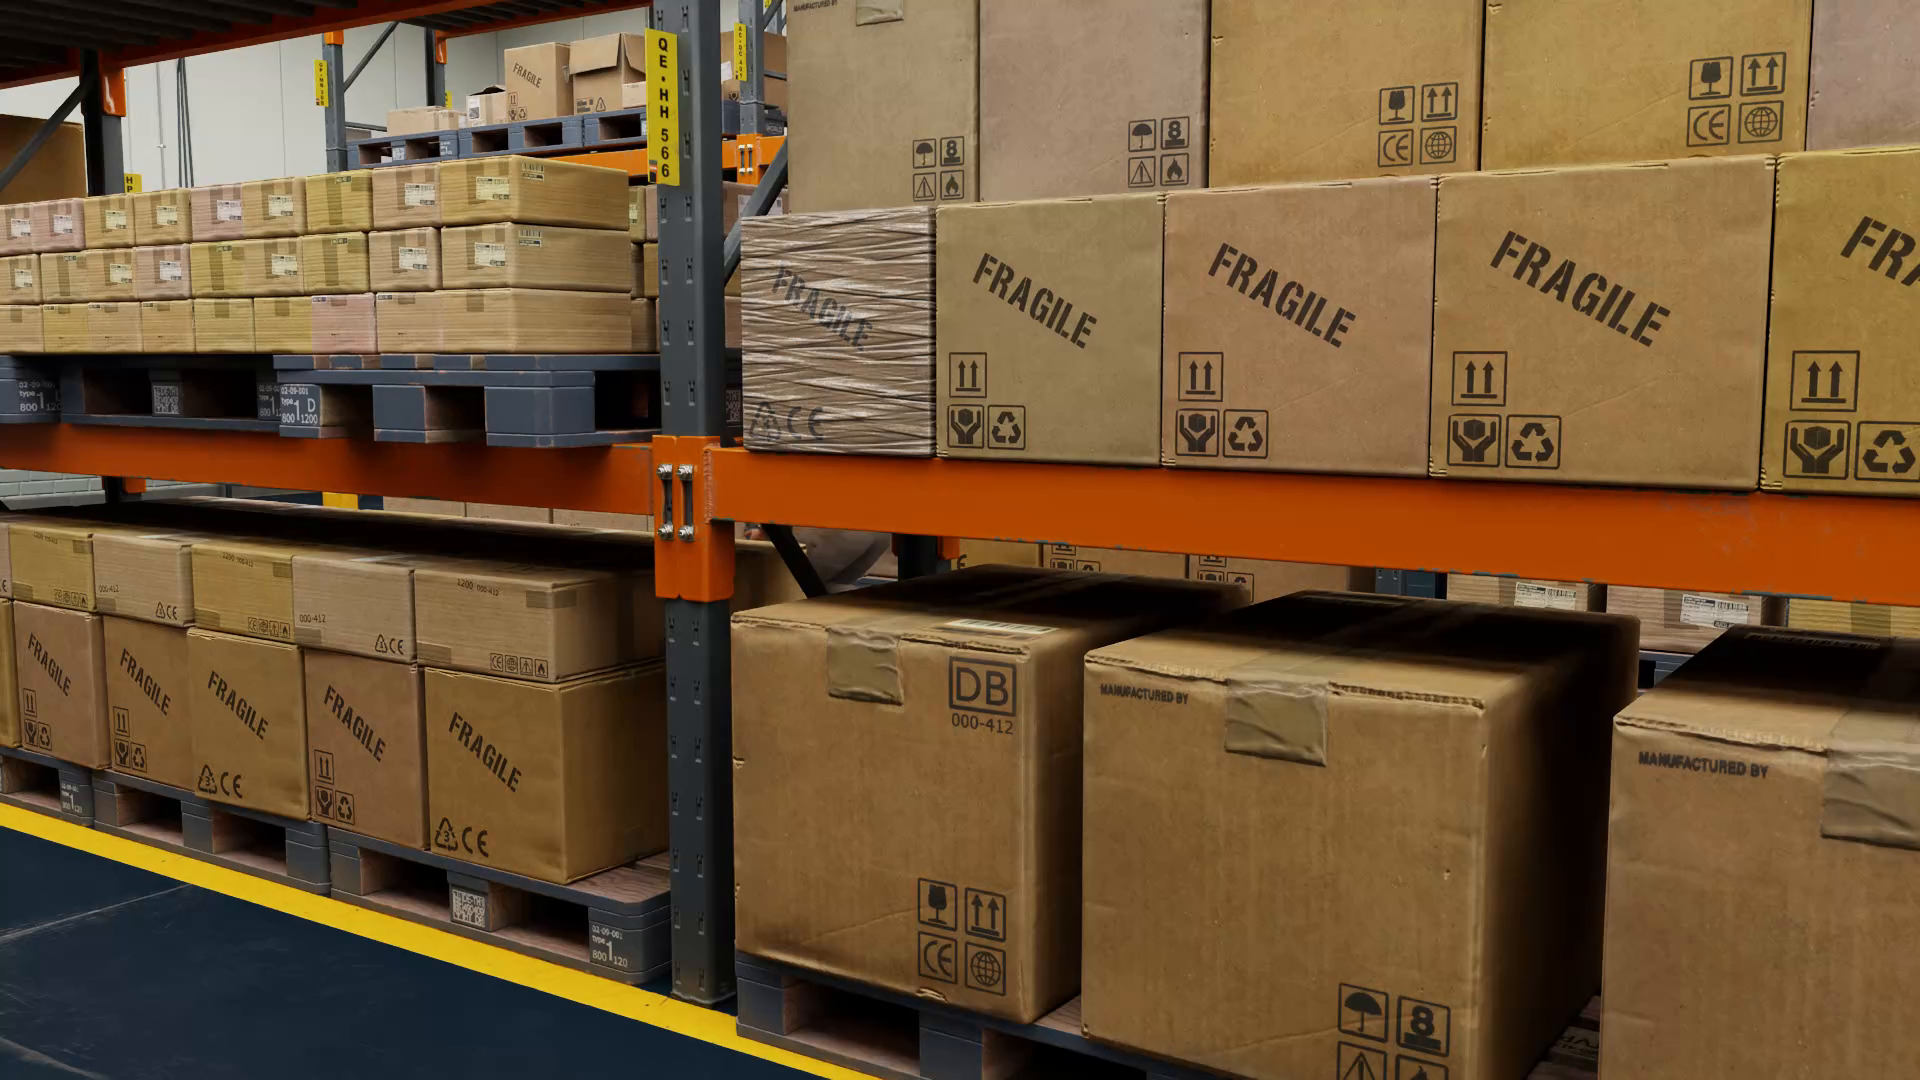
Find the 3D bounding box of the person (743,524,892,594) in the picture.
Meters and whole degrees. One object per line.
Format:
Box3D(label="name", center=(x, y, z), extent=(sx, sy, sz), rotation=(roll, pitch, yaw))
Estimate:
Box3D(label="person", center=(-0.668, -0.064, 7.722), extent=(0.615, 1.459, 0.588), rotation=(4, 8, 34))
